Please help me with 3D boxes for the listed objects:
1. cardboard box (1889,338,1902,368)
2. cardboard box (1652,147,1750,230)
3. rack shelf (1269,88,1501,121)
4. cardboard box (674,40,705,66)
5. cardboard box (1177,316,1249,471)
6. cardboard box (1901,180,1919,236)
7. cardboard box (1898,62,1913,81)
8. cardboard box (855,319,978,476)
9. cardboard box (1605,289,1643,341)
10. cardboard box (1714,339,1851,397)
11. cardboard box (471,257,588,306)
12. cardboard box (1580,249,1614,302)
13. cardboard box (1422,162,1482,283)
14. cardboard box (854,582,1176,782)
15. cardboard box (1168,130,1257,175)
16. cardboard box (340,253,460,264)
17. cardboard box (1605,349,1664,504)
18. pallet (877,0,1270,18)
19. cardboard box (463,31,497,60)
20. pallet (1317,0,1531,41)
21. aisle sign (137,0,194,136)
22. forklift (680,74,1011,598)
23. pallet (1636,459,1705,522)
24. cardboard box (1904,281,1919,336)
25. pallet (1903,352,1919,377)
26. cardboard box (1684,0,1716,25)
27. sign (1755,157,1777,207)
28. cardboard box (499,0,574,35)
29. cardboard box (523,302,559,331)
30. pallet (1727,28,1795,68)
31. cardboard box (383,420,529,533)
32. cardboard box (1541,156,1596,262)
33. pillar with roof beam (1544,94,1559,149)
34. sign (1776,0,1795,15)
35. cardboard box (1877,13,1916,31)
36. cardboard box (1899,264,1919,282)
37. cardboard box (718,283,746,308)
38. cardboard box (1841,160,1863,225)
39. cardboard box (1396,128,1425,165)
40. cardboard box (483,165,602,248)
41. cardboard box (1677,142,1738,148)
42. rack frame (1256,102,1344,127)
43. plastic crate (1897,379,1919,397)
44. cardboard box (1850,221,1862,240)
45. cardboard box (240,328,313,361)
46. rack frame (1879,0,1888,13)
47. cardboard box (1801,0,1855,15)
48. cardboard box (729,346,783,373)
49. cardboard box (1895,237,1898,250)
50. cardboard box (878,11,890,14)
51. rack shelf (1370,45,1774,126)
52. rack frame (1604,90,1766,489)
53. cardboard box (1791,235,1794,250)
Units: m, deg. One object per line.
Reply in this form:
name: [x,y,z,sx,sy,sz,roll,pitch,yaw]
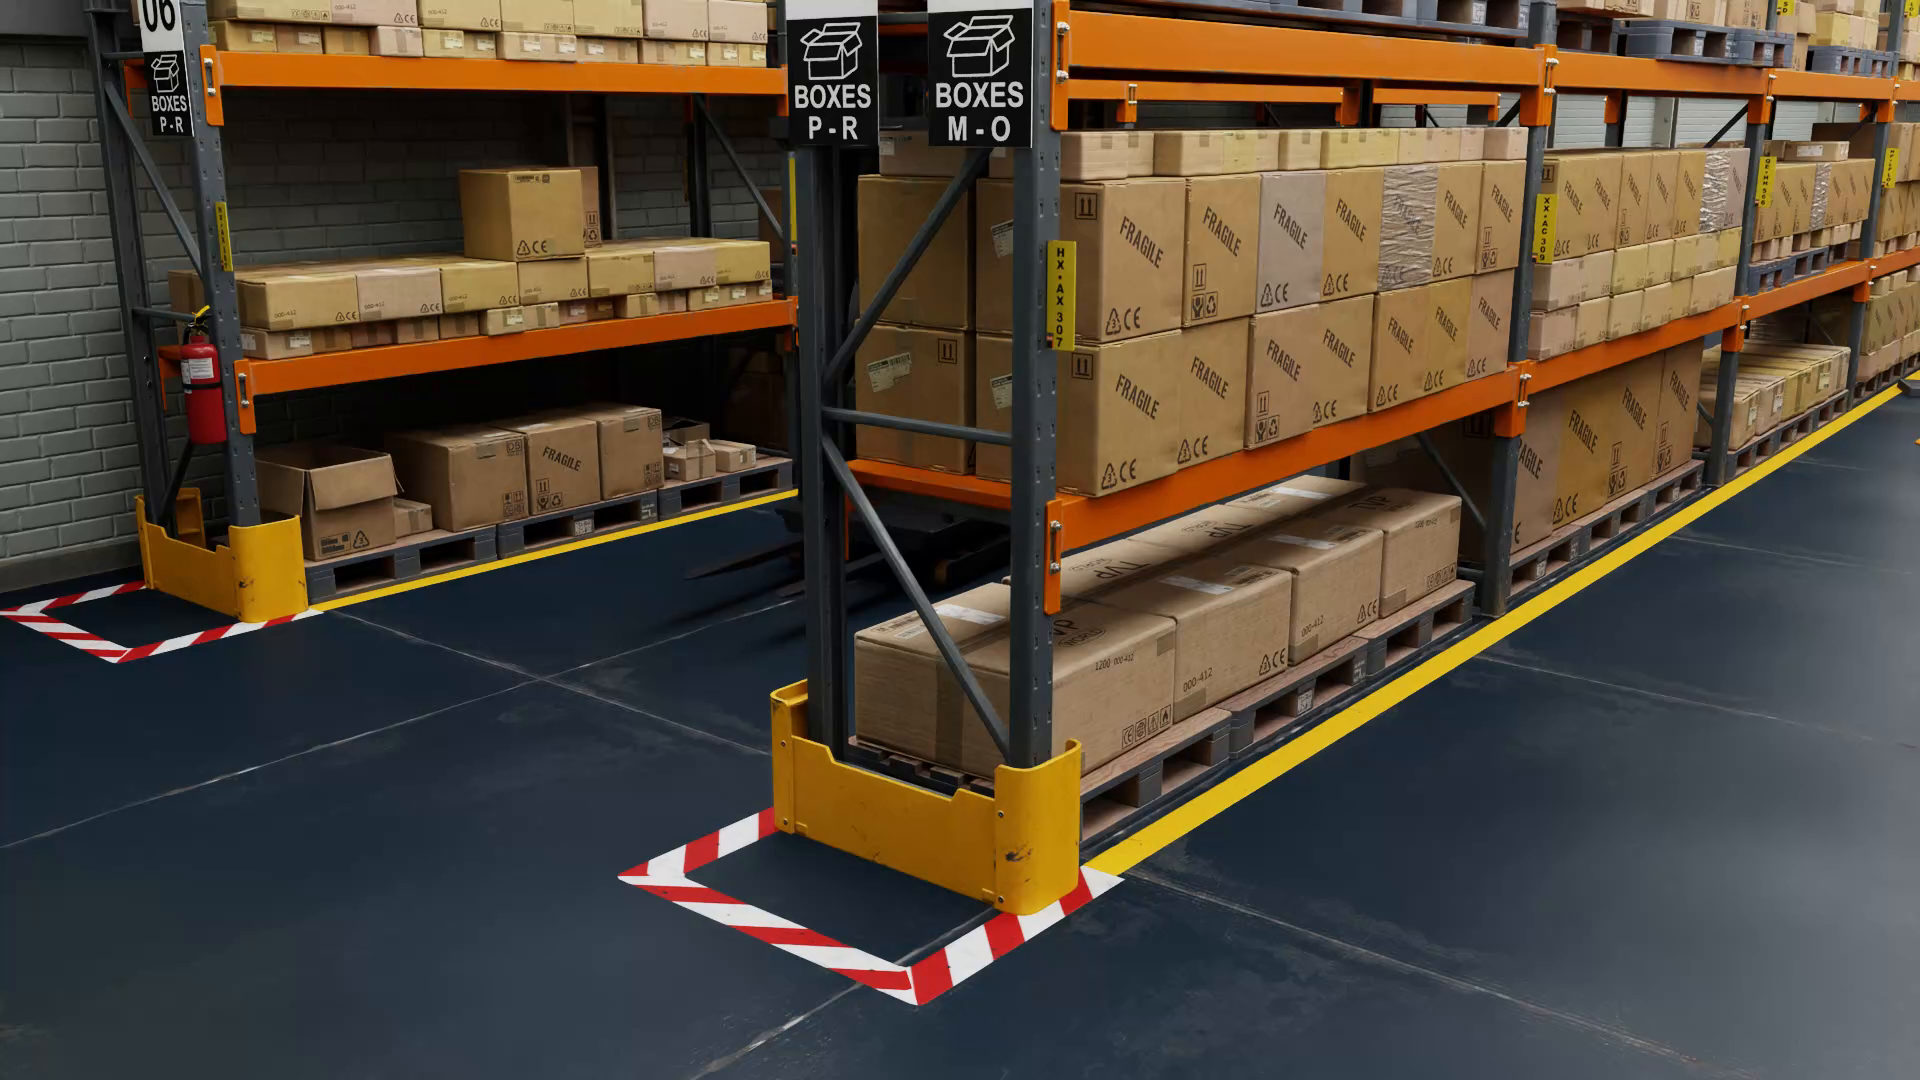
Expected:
cardboard box: [8.658,-1.810,15.889,0.500,0.250,0.500,11,18,37]
cardboard box: [4.783,-2.290,10.811,0.500,0.500,0.500,11,18,36]
rack shelf: [4.812,-4.918,18.759,1.077,0.370,4.000,11,18,38]
cardboard box: [-1.801,-3.019,10.332,0.380,0.149,0.250,12,19,39]
cardboard box: [0.698,-0.561,6.038,0.500,0.500,0.500,11,18,37]
cardboard box: [8.535,-3.090,15.387,0.500,0.500,0.500,11,18,37]
cardboard box: [8.015,-4.057,14.420,0.380,0.149,0.250,11,18,38]
cardboard box: [-0.026,-0.546,5.977,0.500,0.500,0.500,11,18,38]
cardboard box: [3.531,-1.296,9.437,0.500,0.250,0.500,11,18,37]
cardboard box: [7.091,-1.492,14.386,0.950,0.372,0.625,12,18,38]
cardboard box: [-2.554,-1.544,9.808,0.500,0.250,0.500,11,18,36]
cardboard box: [3.192,-1.445,9.007,0.500,0.250,0.500,12,18,38]
cardboard box: [1.984,-1.434,7.443,0.500,0.500,0.500,11,18,37]
cardboard box: [0.214,0.532,6.287,0.875,0.438,0.875,11,18,36]
cardboard box: [0.828,-1.383,5.925,0.380,0.149,0.250,11,18,36]
cardboard box: [-3.264,-1.525,9.734,0.500,0.250,0.500,12,19,39]
cardboard box: [3.842,-0.781,10.566,0.875,0.875,0.875,12,18,38]
pallet: [0.335,-1.919,5.672,1.003,0.211,1.213,11,18,38]
cardboard box: [-2.783,-2.730,9.194,0.380,0.149,0.250,11,18,37]
pallet: [1.868,-2.386,7.511,1.003,0.211,1.213,11,18,38]
aisle sign: [-3.801,-2.333,7.935,0.394,0.787,0.004,11,18,38]
forklift: [-0.341,-1.287,9.236,1.130,2.935,3.031,9,17,31]
pallet: [4.350,-0.406,11.291,1.003,0.211,1.213,11,18,38]
cardboard box: [8.984,-2.273,16.187,0.500,0.500,0.500,11,18,36]
pallet: [9.347,-1.912,17.222,1.003,0.211,1.213,11,18,38]
cardboard box: [4.022,-3.220,9.557,0.500,0.500,0.500,11,18,38]
sign: [5.338,-2.372,11.018,0.100,0.325,0.005,11,18,38]
cardboard box: [-2.553,-2.999,9.444,0.500,0.250,0.500,11,18,37]
cardboard box: [-2.569,-1.323,9.749,0.380,0.149,0.250,12,18,39]
pallet: [4.541,-3.127,10.632,1.213,0.211,1.003,12,19,40]
cardboard box: [-2.961,-0.384,9.766,0.700,0.500,0.500,12,19,40]
cardboard box: [2.891,-1.703,8.501,0.500,0.500,0.500,12,18,38]
pillar with roof beam: [12.050,-7.592,21.734,9.100,9.000,0.400,11,18,38]
sign: [5.331,-3.552,10.709,0.100,0.325,0.005,11,18,38]
cardboard box: [7.870,-4.391,14.113,0.380,0.149,0.250,11,18,37]
cardboard box: [9.126,-2.605,16.176,0.380,0.149,0.250,12,19,40]
cardboard box: [-1.623,-1.623,10.928,0.380,0.149,0.250,12,18,39]
cardboard box: [6.996,-2.839,13.548,0.500,0.500,0.500,11,18,38]
cardboard box: [1.756,-1.685,7.112,0.380,0.149,0.250,11,18,37]
cardboard box: [-2.616,-2.089,10.430,0.500,0.500,0.500,11,18,36]
cardboard box: [5.713,-2.964,12.720,0.380,0.149,0.250,10,17,35]
rack frame: [3.555,-3.430,17.532,1.000,3.000,0.127,11,18,38]
plastic crate: [9.043,-1.421,15.555,0.402,0.080,0.583,5,15,18]
cardboard box: [7.310,-2.603,13.934,0.380,0.149,0.250,12,18,38]
cardboard box: [-3.567,-1.030,8.597,0.380,0.149,0.250,11,18,37]
rack frame: [9.933,-6.336,16.788,1.000,3.000,0.127,11,18,38]
cardboard box: [6.529,-4.160,12.750,0.500,0.250,0.500,12,18,38]
cardboard box: [-1.466,-1.319,12.130,0.380,0.149,0.250,10,18,35]
cardboard box: [8.453,-2.761,15.410,0.380,0.149,0.250,11,18,37]
cardboard box: [-0.703,-3.585,11.506,0.380,0.149,0.250,11,18,38]
rack shelf: [3.648,-2.619,9.707,1.077,0.370,4.000,11,18,38]
rack frame: [4.905,-1.896,11.496,1.000,3.000,0.127,11,18,38]
cardboard box: [6.092,-2.274,12.638,0.380,0.149,0.250,12,19,40]
